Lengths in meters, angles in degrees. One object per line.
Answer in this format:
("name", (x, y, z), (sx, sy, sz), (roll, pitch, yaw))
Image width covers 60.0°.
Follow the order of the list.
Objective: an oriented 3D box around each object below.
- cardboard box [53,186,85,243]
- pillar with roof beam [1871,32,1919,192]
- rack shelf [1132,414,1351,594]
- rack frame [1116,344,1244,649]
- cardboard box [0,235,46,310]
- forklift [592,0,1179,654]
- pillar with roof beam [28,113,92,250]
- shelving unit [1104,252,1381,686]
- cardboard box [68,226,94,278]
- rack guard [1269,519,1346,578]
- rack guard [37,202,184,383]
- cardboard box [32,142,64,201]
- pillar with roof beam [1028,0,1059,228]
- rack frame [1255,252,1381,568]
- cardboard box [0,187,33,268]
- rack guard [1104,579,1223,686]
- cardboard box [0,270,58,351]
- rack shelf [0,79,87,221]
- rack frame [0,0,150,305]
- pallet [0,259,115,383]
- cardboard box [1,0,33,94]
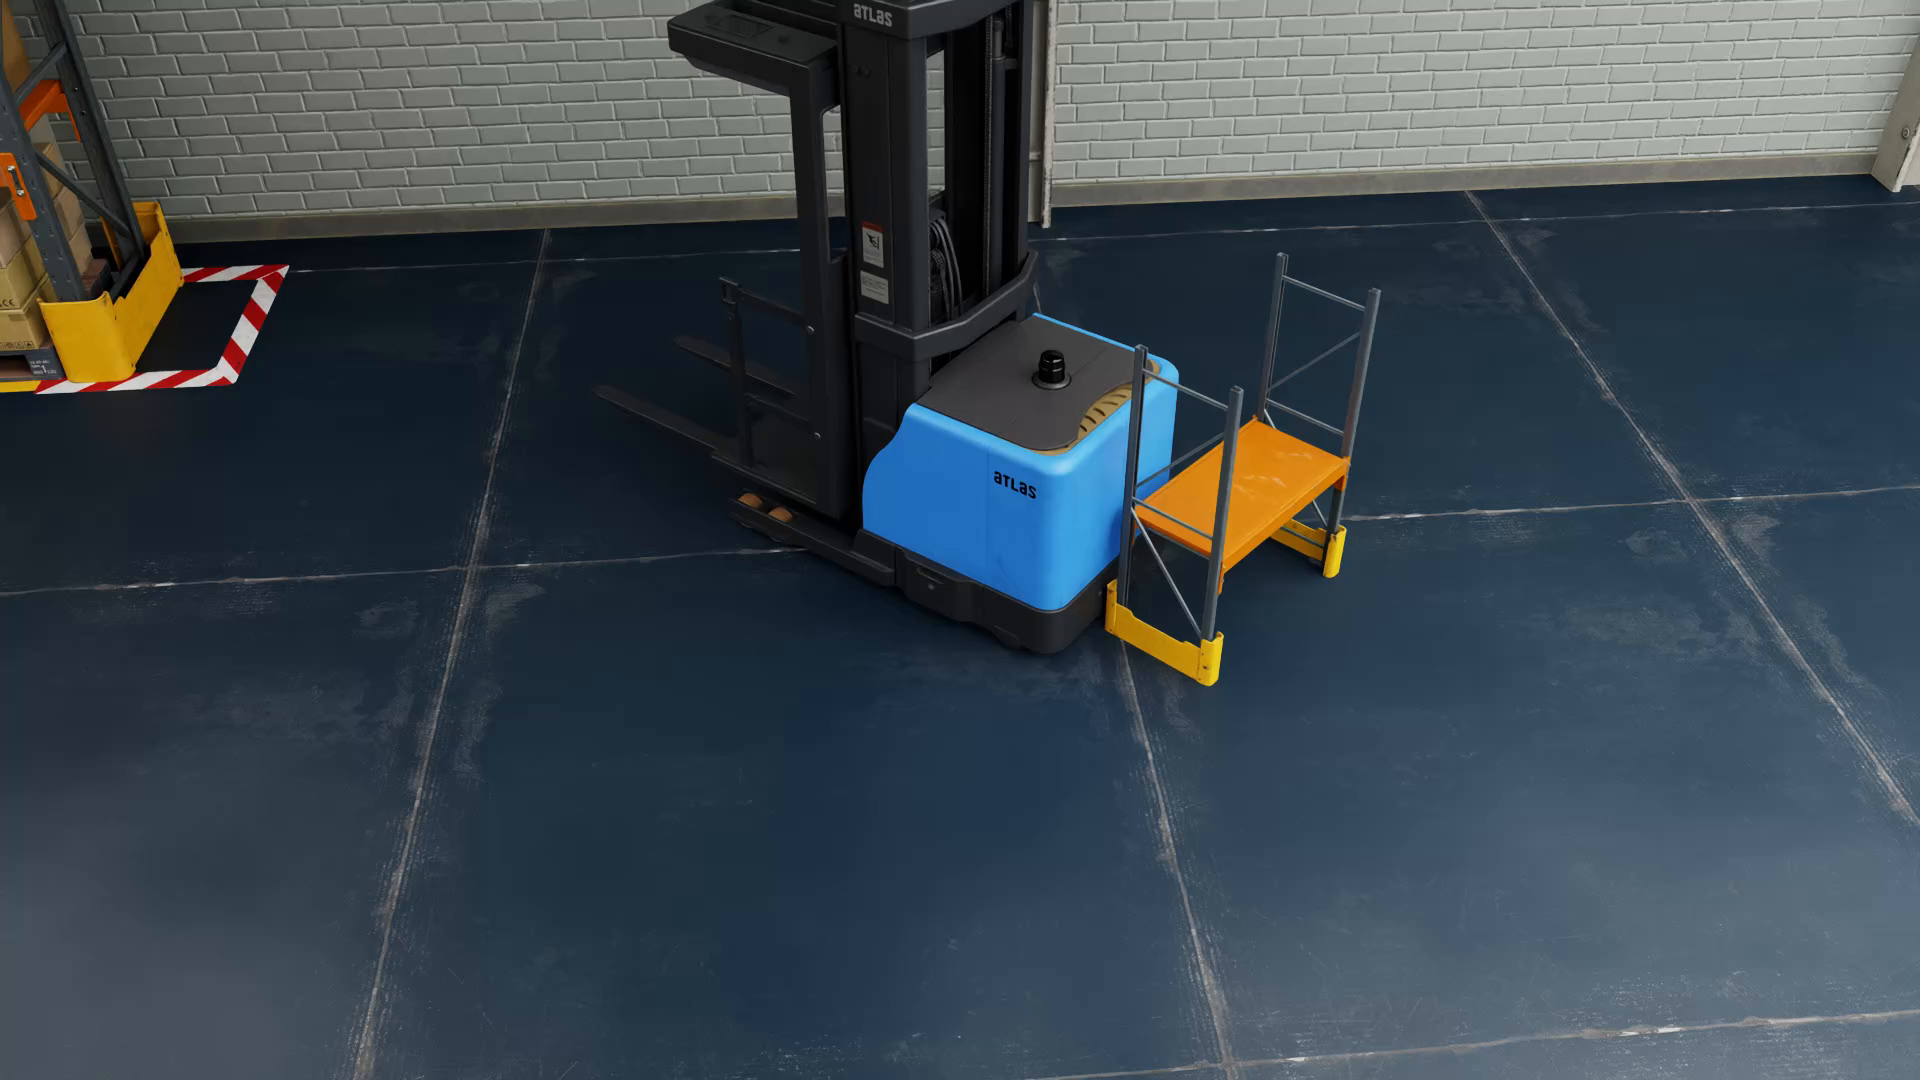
("cardboard box", (-5.325, -1.791, 9.397), (0.500, 0.250, 0.500), (-2, 38, -3))
("pillar with roof beam", (6.723, -3.282, 4.967), (0.400, 9.000, 9.100), (-3, 38, -4))
("rack shelf", (1.232, -0.178, 7.377), (0.538, 0.185, 1.000), (29, 47, 32))
("rack frame", (0.893, -0.084, 6.968), (0.500, 1.500, 0.032), (29, 47, 32))
("cardboard box", (-5.295, -1.469, 8.989), (0.500, 0.250, 0.500), (-4, 38, -5))
("forklift", (-0.510, -1.380, 7.455), (3.031, 2.935, 1.130), (24, 44, 27))
("pillar with roof beam", (-5.230, -2.624, 4.132), (0.400, 9.000, 9.100), (-3, 38, -4))
("shelving unit", (1.226, -0.315, 7.260), (0.587, 1.500, 1.083), (29, 47, 32))
("cardboard box", (-5.345, -1.586, 9.541), (0.500, 0.250, 0.500), (-3, 38, -4))
("rack guard", (1.558, -0.054, 7.939), (0.587, 0.250, 0.087), (29, 47, 32))
("rack guard", (-4.814, -1.427, 9.477), (0.348, 0.500, 1.175), (-3, 38, -4))
("cardboard box", (-5.334, -1.975, 9.227), (0.500, 0.250, 0.500), (-4, 38, -5))
("pillar with roof beam", (0.746, -2.953, 4.550), (0.400, 9.000, 9.100), (-3, 38, -4))
("rack frame", (1.571, -0.554, 7.563), (0.500, 1.500, 0.032), (29, 47, 32))
("cardboard box", (-5.269, -1.667, 8.837), (0.500, 0.250, 0.500), (-2, 38, -2))
("rack guard", (0.894, 0.406, 7.356), (0.587, 0.250, 0.087), (29, 47, 32))
("cardboard box", (-5.278, -1.272, 9.143), (0.500, 0.250, 0.500), (-3, 38, -4))
("rack shelf", (-6.830, -2.015, 8.785), (4.000, 0.370, 1.077), (-3, 38, -4))
("rack frame", (-4.838, -2.407, 8.701), (0.127, 3.000, 1.000), (-3, 38, -4))
("pallet", (-5.596, -1.244, 9.479), (1.213, 0.211, 1.003), (-3, 38, -4))
("cardboard box", (-5.356, -2.590, 8.852), (0.500, 0.500, 0.500), (-2, 38, -3))
